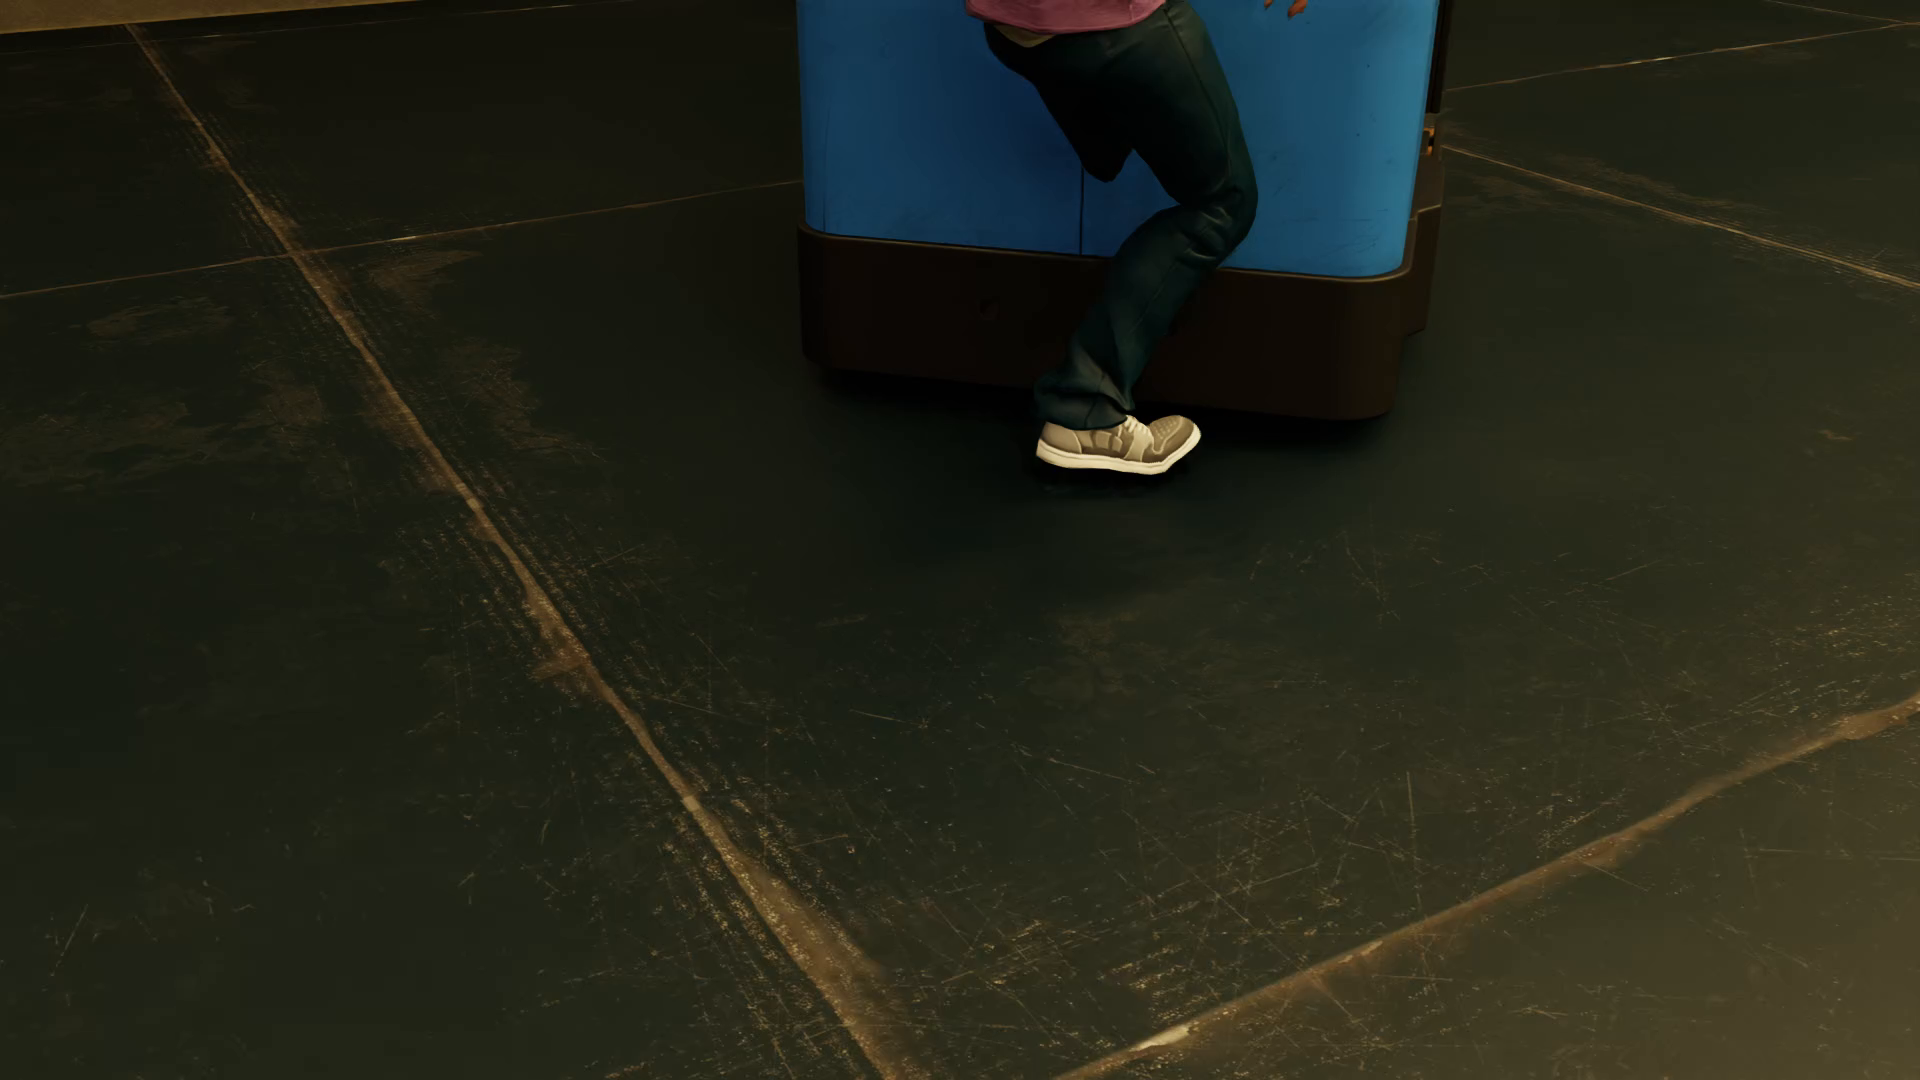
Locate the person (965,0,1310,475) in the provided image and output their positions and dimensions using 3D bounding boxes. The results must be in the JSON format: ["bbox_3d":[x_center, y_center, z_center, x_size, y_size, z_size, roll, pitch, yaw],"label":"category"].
[{"bbox_3d":[0.337,-0.837,2.474,0.737,1.509,0.754,-15,30,-27],"label":"person"}]

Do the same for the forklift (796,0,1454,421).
[{"bbox_3d":[0.608,-2.150,3.498,1.130,2.935,3.031,7,28,14],"label":"forklift"}]
